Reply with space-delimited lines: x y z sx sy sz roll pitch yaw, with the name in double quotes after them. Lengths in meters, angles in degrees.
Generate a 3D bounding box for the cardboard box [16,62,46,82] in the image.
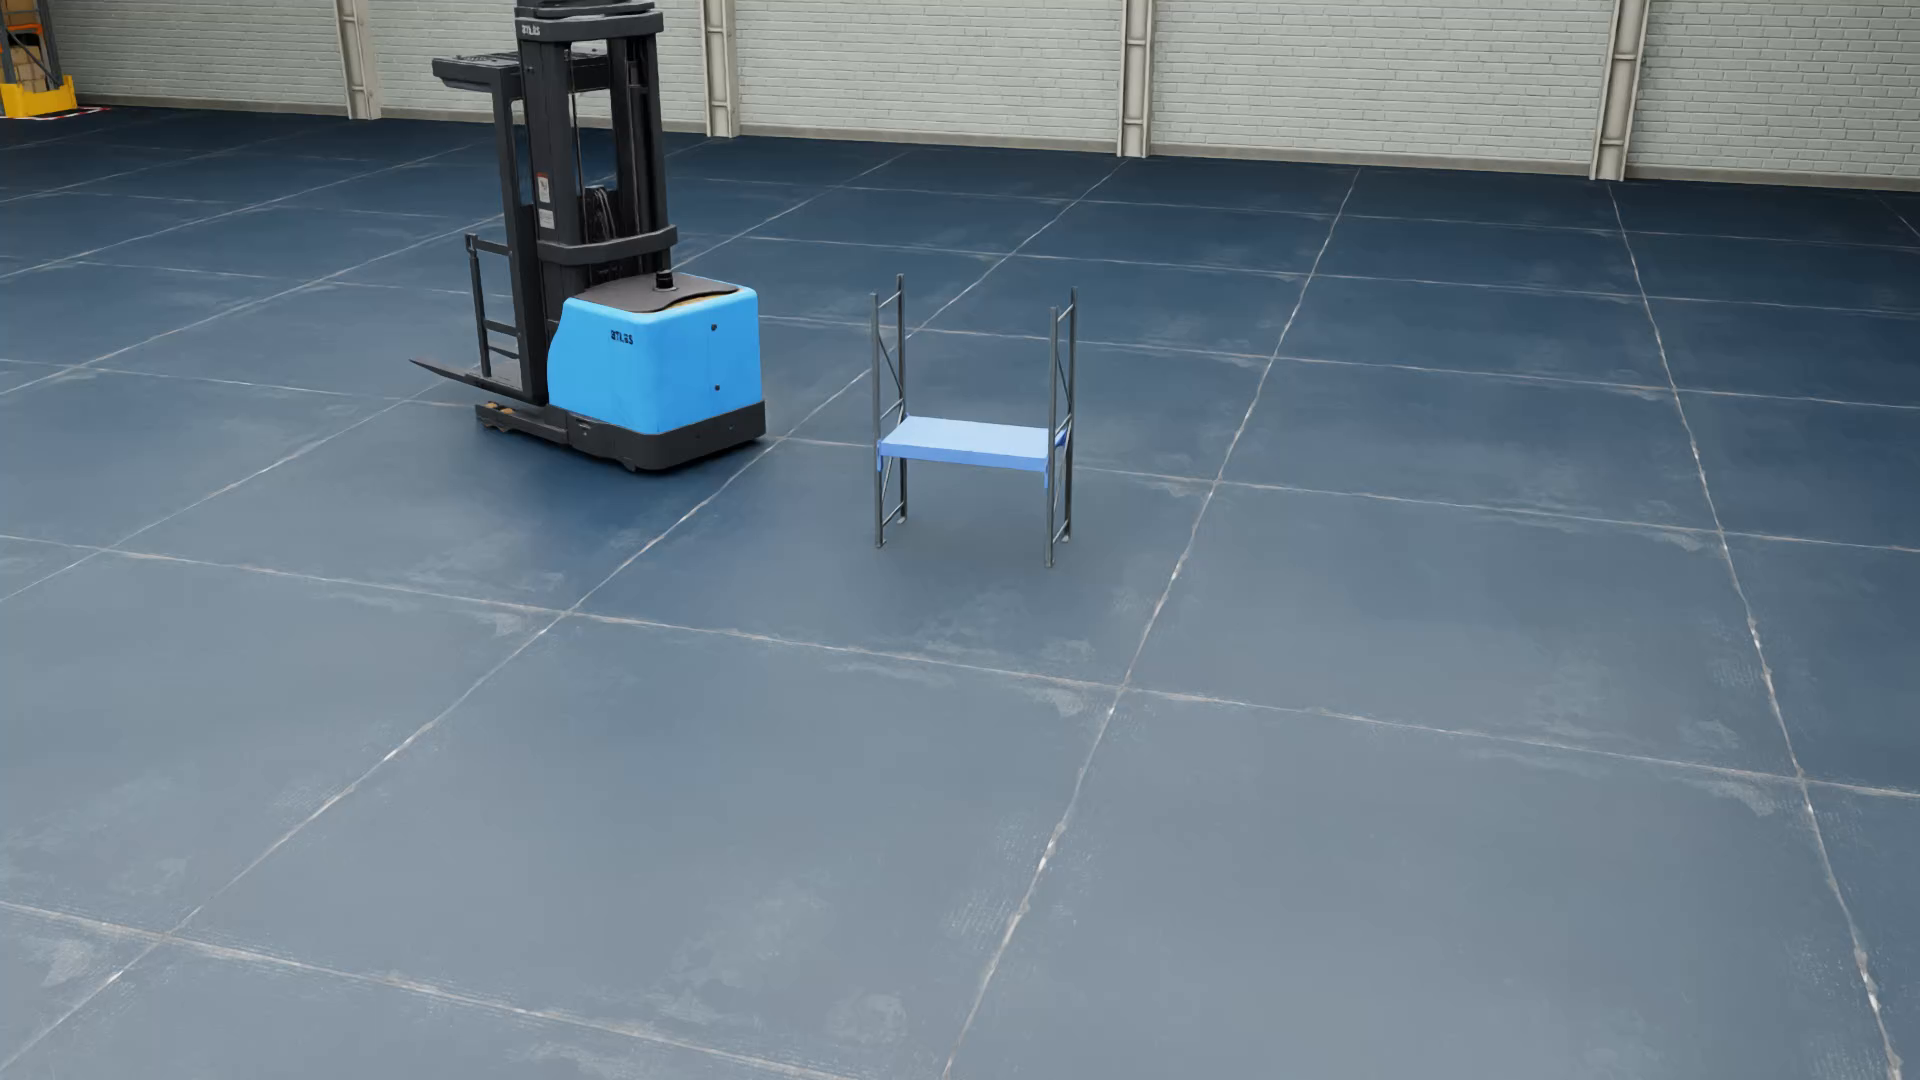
-14.880 -7.419 26.315 0.500 0.250 0.500 7 23 16 "cardboard box"

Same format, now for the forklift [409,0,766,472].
-2.778 -2.243 11.376 3.031 2.935 1.130 18 28 37 "forklift"

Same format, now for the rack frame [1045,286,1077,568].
0.568 -0.629 9.327 0.032 1.500 0.500 7 23 16 "rack frame"

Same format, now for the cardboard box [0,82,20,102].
-15.031 -6.997 25.946 0.500 0.250 0.500 7 23 16 "cardboard box"

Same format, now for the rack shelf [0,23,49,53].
-16.405 -8.025 26.329 4.000 0.370 1.077 7 23 16 "rack shelf"

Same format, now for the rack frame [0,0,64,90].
-14.490 -8.139 25.658 0.127 3.000 1.000 7 23 16 "rack frame"

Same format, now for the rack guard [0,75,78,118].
-14.467 -6.979 26.126 0.348 0.500 1.175 7 23 16 "rack guard"

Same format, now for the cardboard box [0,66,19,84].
-15.046 -7.232 25.859 0.500 0.250 0.500 6 23 15 "cardboard box"

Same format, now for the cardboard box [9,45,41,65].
-14.896 -7.645 26.207 0.500 0.250 0.500 6 23 15 "cardboard box"

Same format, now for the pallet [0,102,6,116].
-15.234 -6.917 26.355 1.213 0.211 1.003 7 23 16 "pallet"

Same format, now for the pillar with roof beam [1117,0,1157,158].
1.093 -7.781 16.881 0.400 9.000 9.100 7 23 16 "pillar with roof beam"

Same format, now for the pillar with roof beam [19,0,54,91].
-16.140 -9.754 21.691 0.400 9.000 9.100 7 23 16 "pillar with roof beam"

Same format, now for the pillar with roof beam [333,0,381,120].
-10.396 -9.096 20.088 0.400 9.000 9.100 7 23 16 "pillar with roof beam"

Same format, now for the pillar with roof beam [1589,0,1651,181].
6.837 -7.123 15.277 0.400 9.000 9.100 7 23 16 "pillar with roof beam"

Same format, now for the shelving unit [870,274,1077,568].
0.082 -0.685 9.463 1.048 1.500 0.538 7 23 16 "shelving unit"

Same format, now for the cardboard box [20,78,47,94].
-14.904 -7.186 26.405 0.500 0.250 0.500 7 23 16 "cardboard box"

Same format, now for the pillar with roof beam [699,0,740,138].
-4.651 -8.438 18.484 0.400 9.000 9.100 7 23 16 "pillar with roof beam"

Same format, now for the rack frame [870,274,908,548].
-0.405 -0.740 9.598 0.032 1.500 0.500 7 23 16 "rack frame"

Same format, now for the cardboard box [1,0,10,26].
-15.037 -8.143 25.538 0.500 0.500 0.500 6 23 14 "cardboard box"

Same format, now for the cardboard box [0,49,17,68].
-15.021 -7.460 25.757 0.500 0.250 0.500 7 23 17 "cardboard box"

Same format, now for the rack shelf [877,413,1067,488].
0.082 -0.518 9.531 1.000 0.185 0.538 7 23 16 "rack shelf"

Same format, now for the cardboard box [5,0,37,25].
-14.884 -8.340 26.018 0.500 0.500 0.500 7 23 17 "cardboard box"
